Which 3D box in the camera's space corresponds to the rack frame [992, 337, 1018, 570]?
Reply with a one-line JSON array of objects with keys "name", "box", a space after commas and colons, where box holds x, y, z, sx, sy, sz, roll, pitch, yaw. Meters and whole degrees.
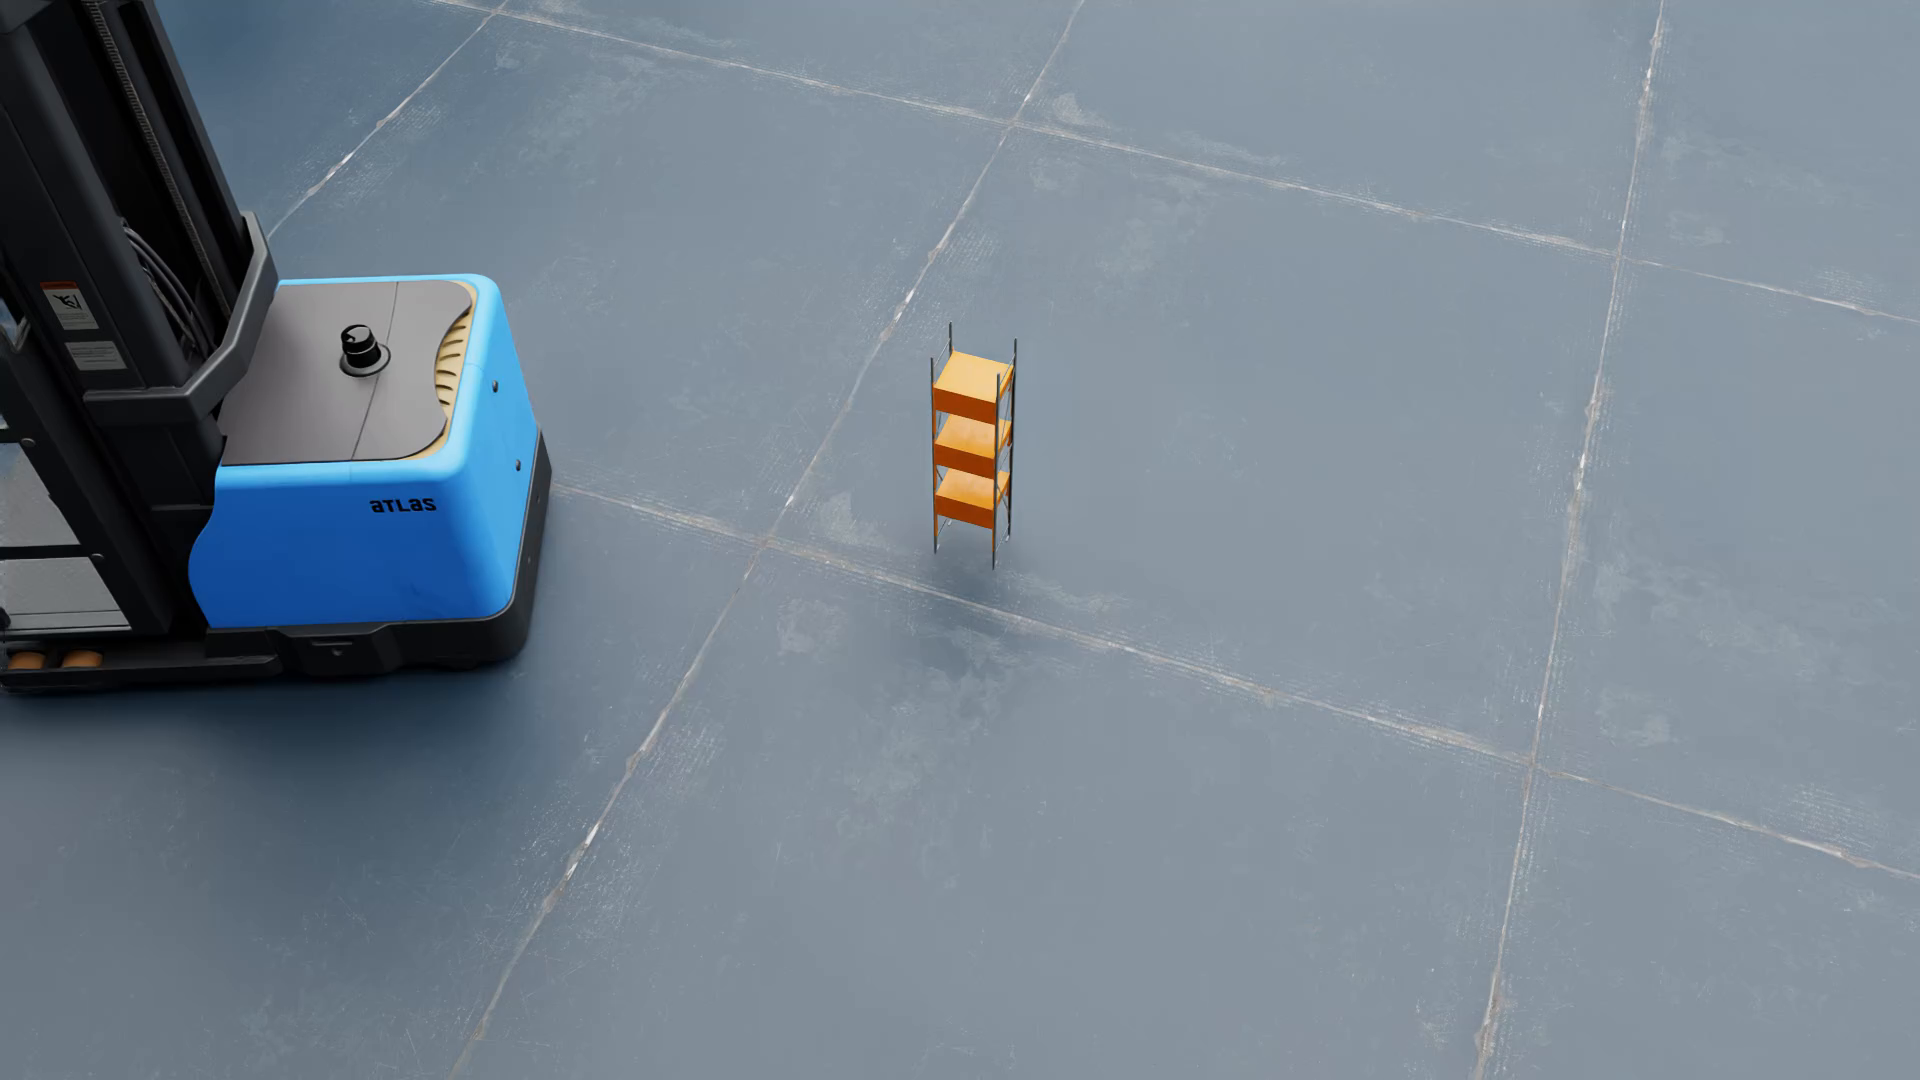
[{"name": "rack frame", "box": [0.165, -0.298, 6.180, 0.008, 1.050, 0.200, 16, 51, 13]}]

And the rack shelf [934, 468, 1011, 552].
[{"name": "rack shelf", "box": [0.050, -0.141, 6.426, 0.240, 0.259, 0.215, 16, 51, 13]}]

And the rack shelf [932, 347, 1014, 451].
[{"name": "rack shelf", "box": [0.050, -0.509, 6.001, 0.240, 0.259, 0.215, 16, 51, 13]}]

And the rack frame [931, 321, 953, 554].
[{"name": "rack frame", "box": [-0.064, -0.362, 6.235, 0.008, 1.050, 0.200, 16, 51, 13]}]

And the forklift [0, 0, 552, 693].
[{"name": "forklift", "box": [-3.149, -0.809, 5.378, 3.031, 2.935, 1.130, -2, 49, -2]}]

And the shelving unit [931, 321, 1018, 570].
[{"name": "shelving unit", "box": [0.050, -0.330, 6.208, 0.252, 1.050, 0.215, 16, 51, 13]}]

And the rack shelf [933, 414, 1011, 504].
[{"name": "rack shelf", "box": [0.050, -0.323, 6.216, 0.240, 0.259, 0.215, 16, 51, 13]}]
